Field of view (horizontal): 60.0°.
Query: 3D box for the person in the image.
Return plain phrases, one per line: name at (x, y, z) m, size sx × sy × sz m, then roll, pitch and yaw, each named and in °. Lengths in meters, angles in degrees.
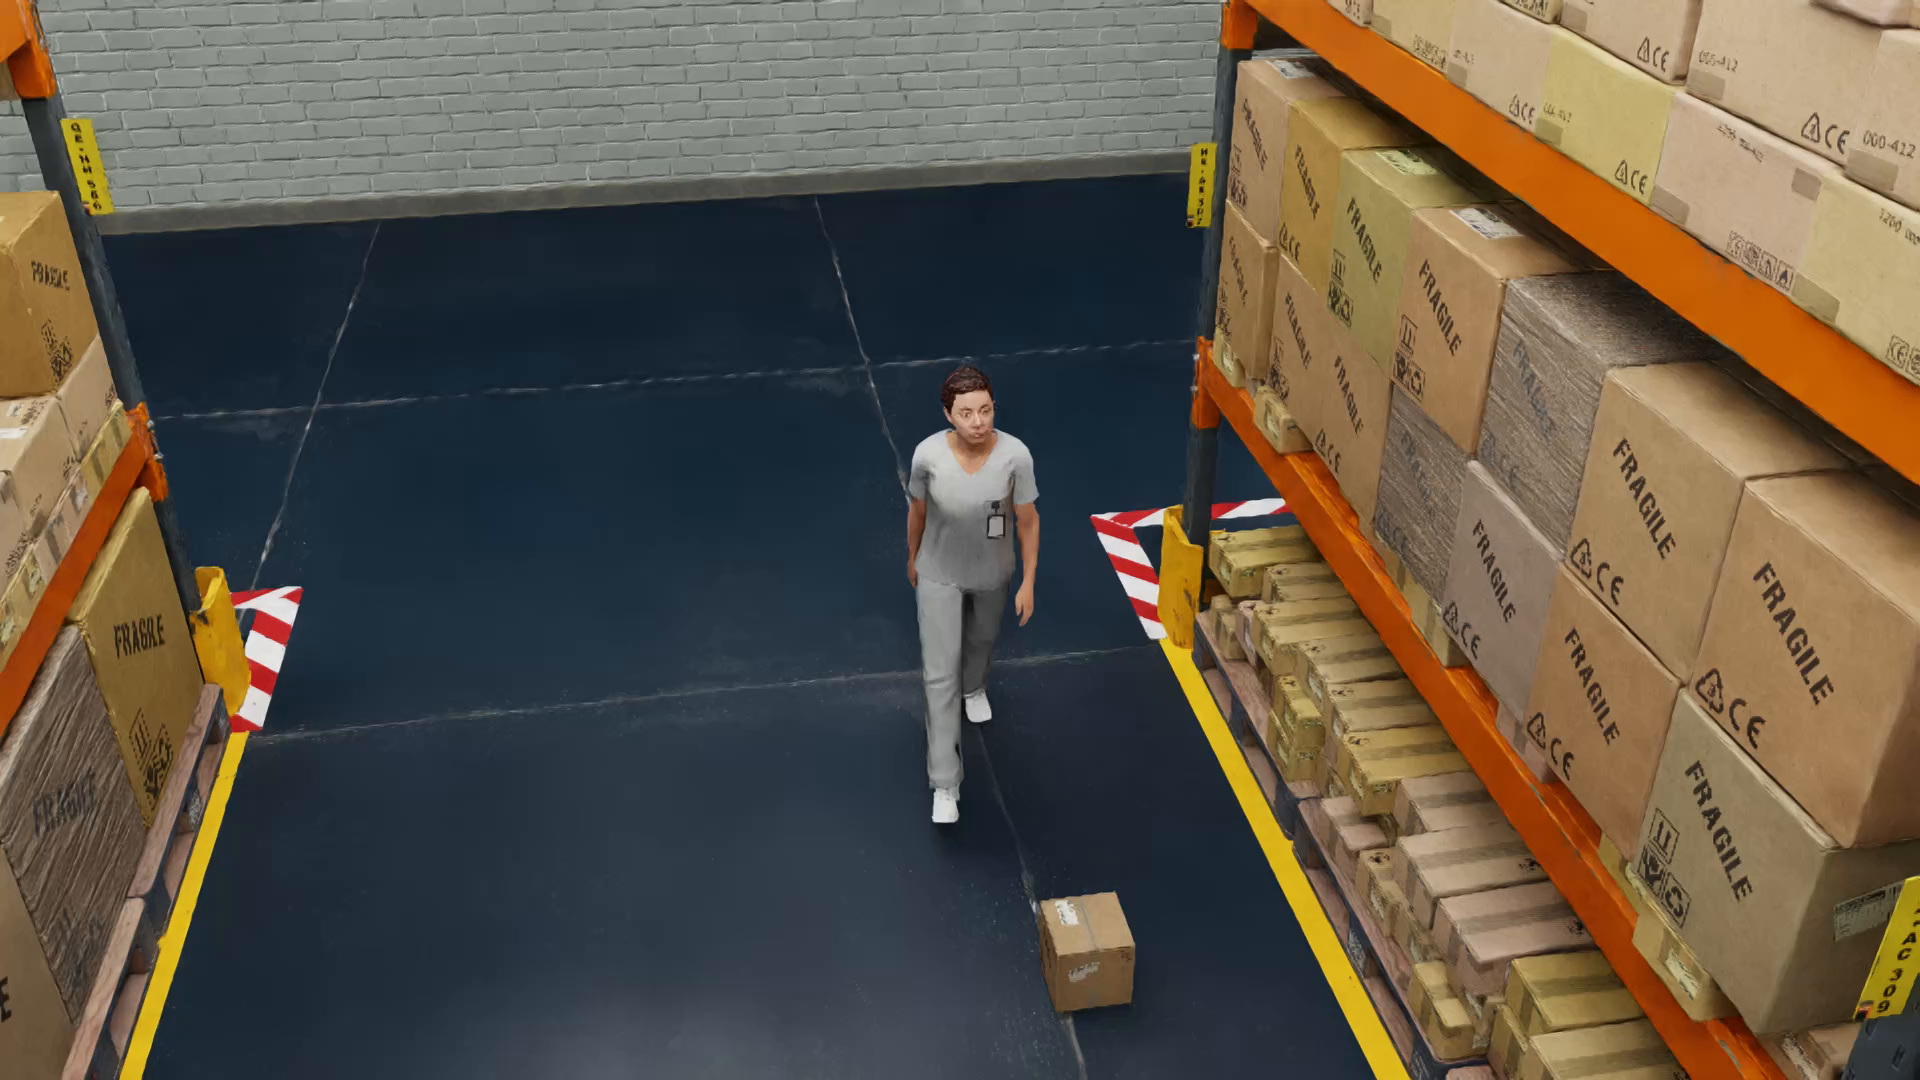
person at (0.053, 0.133, 5.915) m, size 0.455 × 1.609 × 0.958 m, roll -3°, pitch 31°, yaw -5°
